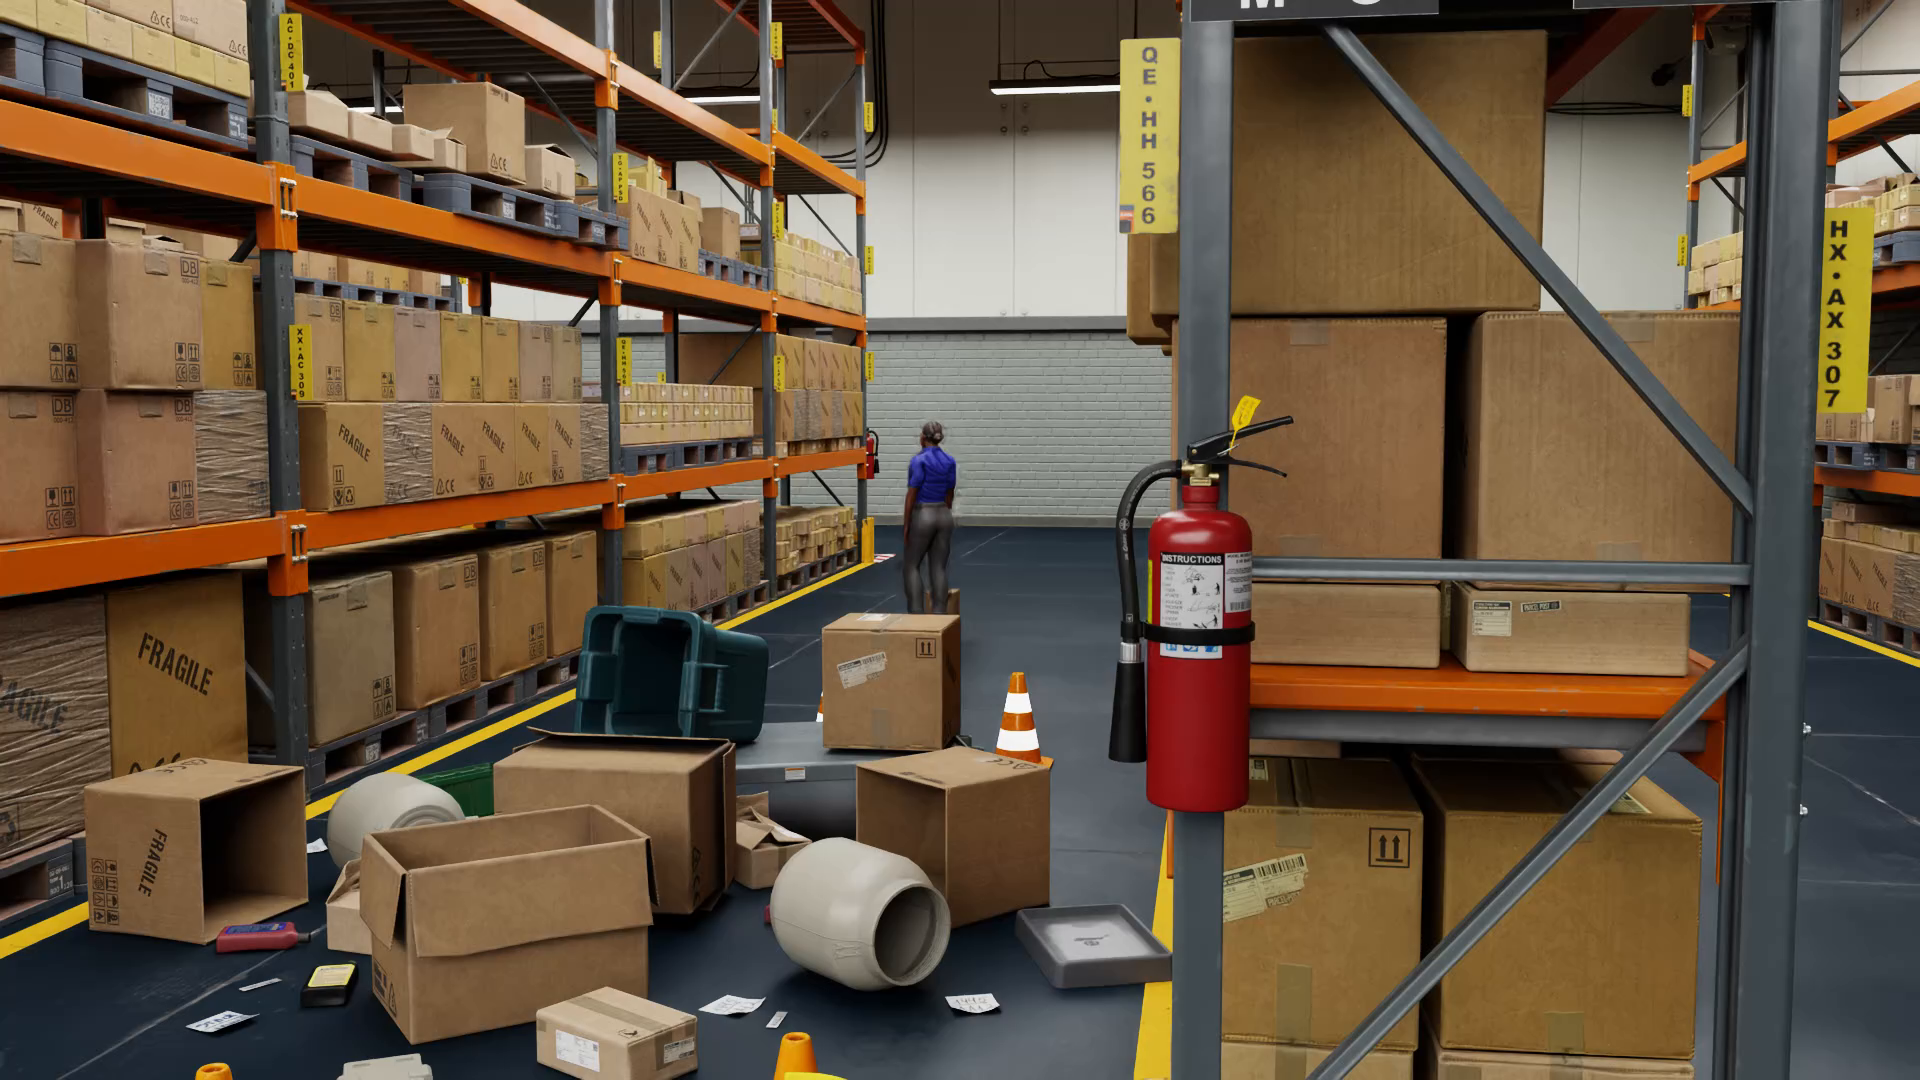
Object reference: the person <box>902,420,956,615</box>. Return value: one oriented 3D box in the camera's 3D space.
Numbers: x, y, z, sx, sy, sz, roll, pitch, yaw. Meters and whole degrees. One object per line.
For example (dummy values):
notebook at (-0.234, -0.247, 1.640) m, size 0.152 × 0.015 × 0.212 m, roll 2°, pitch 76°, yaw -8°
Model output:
person at (-0.252, -0.086, 13.113) m, size 0.483 × 1.710 × 0.331 m, roll -3°, pitch 6°, yaw -34°
